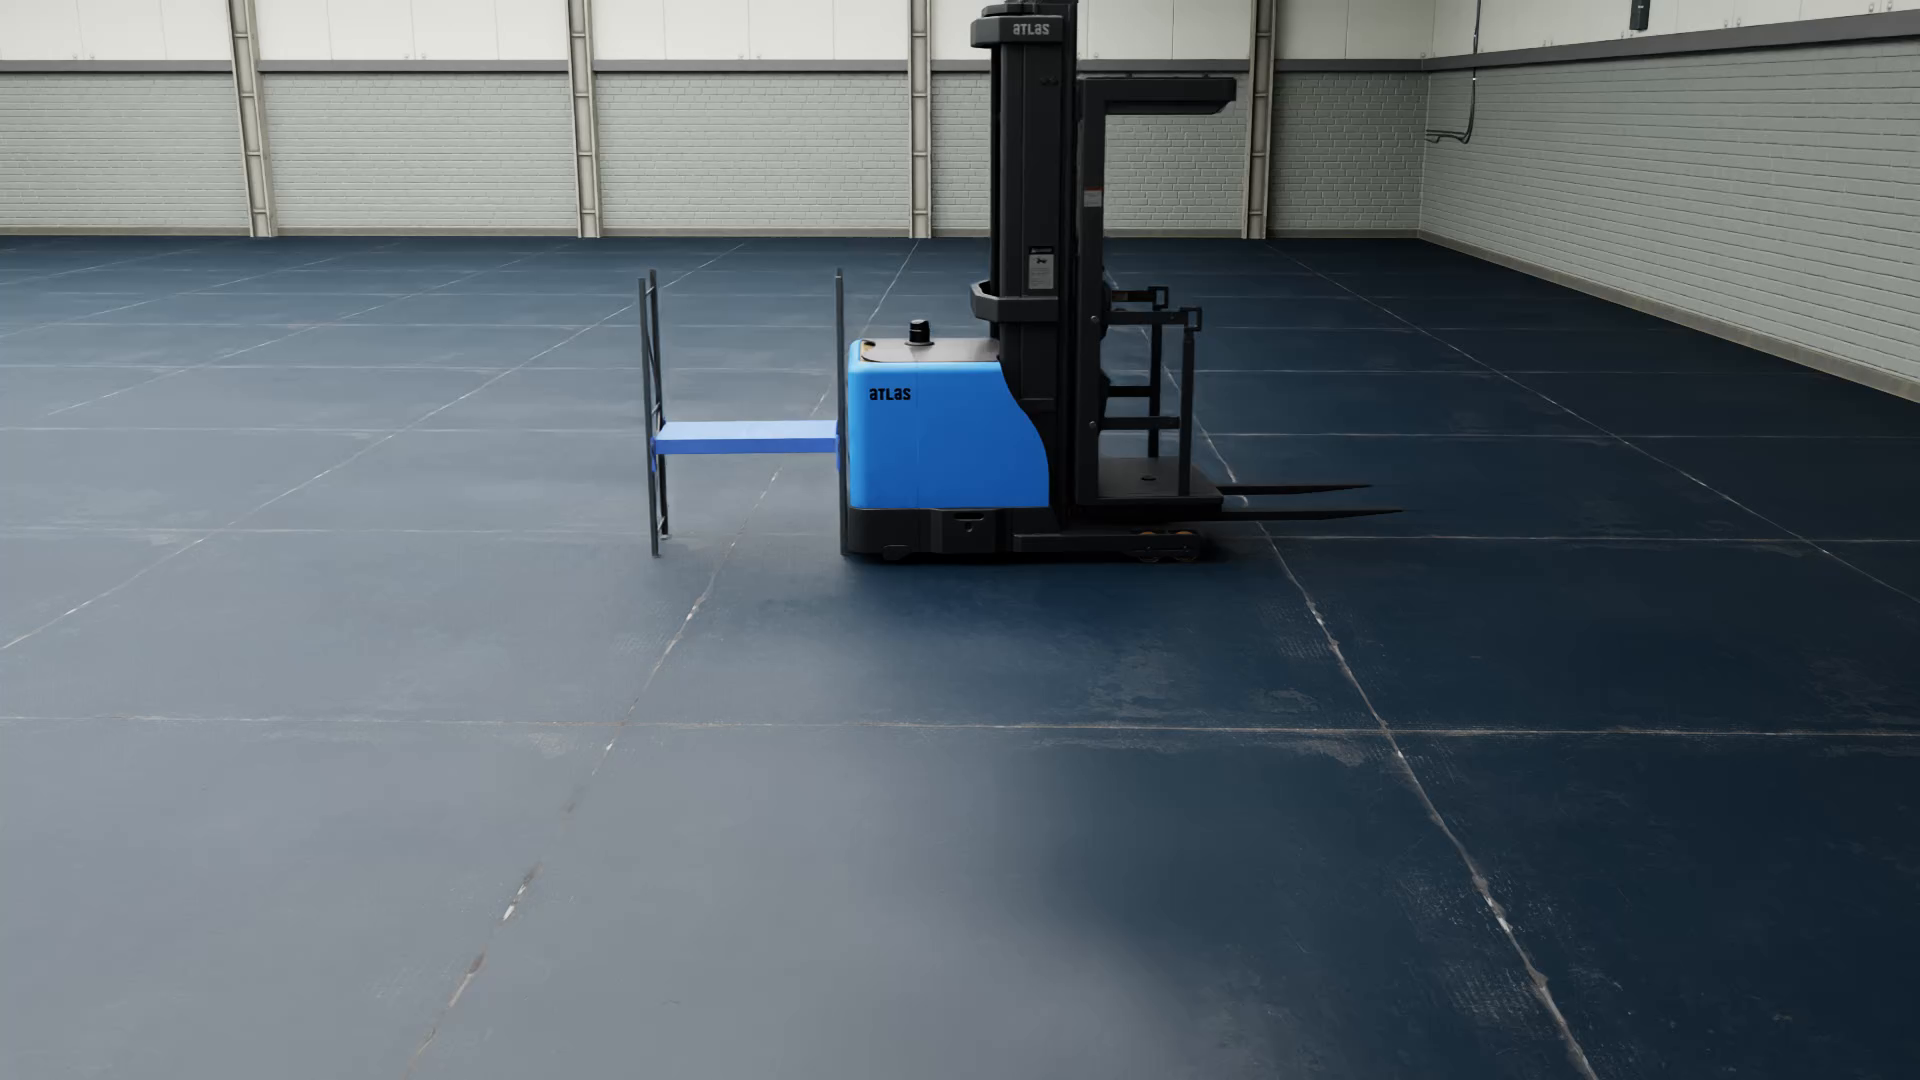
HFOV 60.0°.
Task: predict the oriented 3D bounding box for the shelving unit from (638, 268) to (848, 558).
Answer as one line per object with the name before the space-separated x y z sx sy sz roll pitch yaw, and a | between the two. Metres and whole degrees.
shelving unit | -1.153 -0.699 9.048 1.048 1.500 0.538 -1 15 -3

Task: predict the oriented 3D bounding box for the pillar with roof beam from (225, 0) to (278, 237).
pillar with roof beam | -12.818 -8.807 25.080 0.400 9.000 9.100 0 15 1

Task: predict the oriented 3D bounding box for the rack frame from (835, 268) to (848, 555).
rack frame | -0.645 -0.705 9.074 0.032 1.500 0.500 -1 15 -3

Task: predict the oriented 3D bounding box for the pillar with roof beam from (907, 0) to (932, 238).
pillar with roof beam | -0.822 -8.728 24.783 0.400 9.000 9.100 0 15 1

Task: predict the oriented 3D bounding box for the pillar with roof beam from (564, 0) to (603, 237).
pillar with roof beam | -6.820 -8.768 24.932 0.400 9.000 9.100 0 15 1

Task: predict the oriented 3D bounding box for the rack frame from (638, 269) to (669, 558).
rack frame | -1.660 -0.692 9.023 0.032 1.500 0.500 -1 15 -3

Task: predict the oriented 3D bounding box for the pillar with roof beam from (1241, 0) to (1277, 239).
pillar with roof beam | 5.176 -8.689 24.635 0.400 9.000 9.100 0 15 1

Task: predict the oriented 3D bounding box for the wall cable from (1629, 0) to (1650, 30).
wall cable | 7.939 -8.654 17.836 0.169 6.003 2.305 0 15 1

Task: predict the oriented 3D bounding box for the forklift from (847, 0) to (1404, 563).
forklift | 0.896 -1.429 9.011 3.031 2.935 1.130 -1 15 -3

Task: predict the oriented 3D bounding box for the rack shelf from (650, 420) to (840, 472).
rack shelf | -1.153 -0.525 9.094 1.000 0.185 0.538 -1 15 -3

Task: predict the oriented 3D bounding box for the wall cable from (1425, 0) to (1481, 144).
wall cable | 8.197 -7.929 27.842 0.112 2.526 3.097 0 15 1
